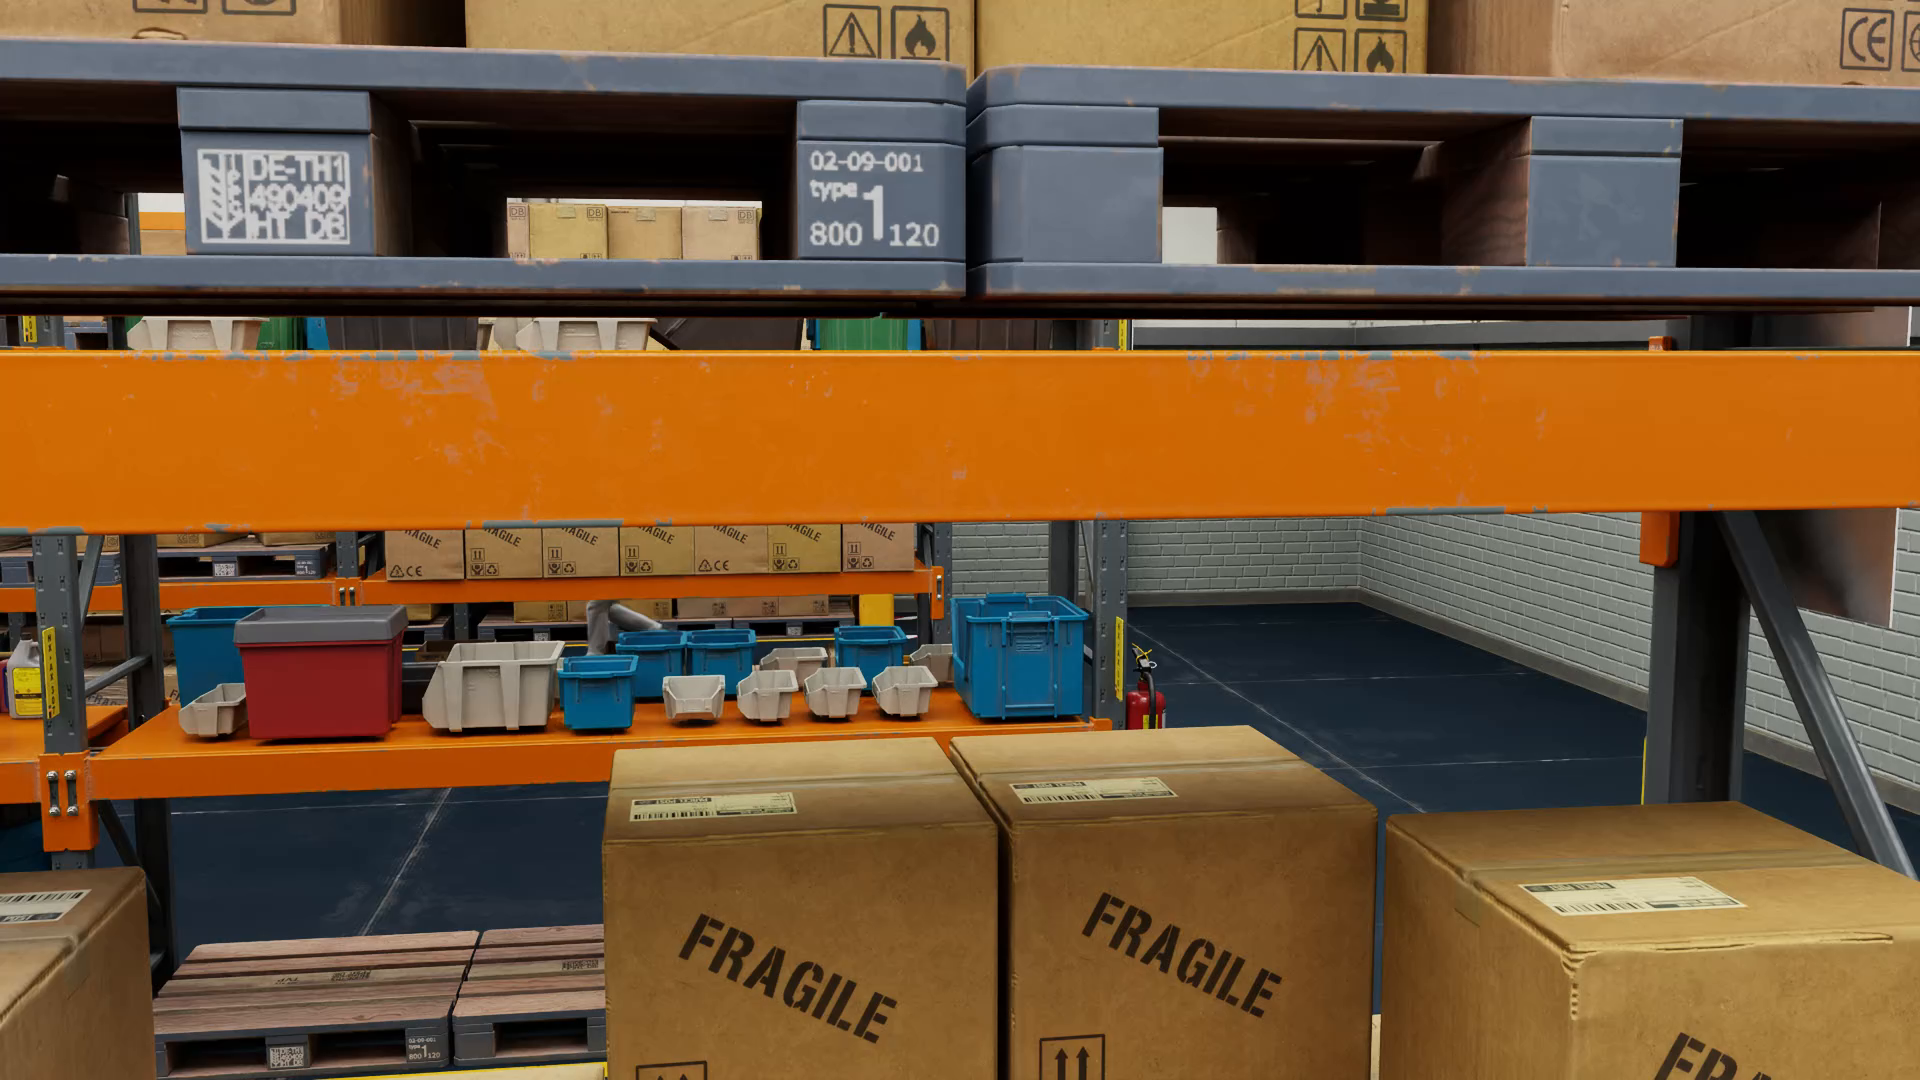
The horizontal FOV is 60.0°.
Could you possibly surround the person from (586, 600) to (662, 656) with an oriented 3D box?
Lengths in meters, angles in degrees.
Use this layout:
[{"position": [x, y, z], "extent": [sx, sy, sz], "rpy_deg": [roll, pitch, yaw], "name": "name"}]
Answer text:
[{"position": [-3.088, 0.251, 14.862], "extent": [0.828, 1.761, 0.579], "rpy_deg": [-1, 7, -13], "name": "person"}]
